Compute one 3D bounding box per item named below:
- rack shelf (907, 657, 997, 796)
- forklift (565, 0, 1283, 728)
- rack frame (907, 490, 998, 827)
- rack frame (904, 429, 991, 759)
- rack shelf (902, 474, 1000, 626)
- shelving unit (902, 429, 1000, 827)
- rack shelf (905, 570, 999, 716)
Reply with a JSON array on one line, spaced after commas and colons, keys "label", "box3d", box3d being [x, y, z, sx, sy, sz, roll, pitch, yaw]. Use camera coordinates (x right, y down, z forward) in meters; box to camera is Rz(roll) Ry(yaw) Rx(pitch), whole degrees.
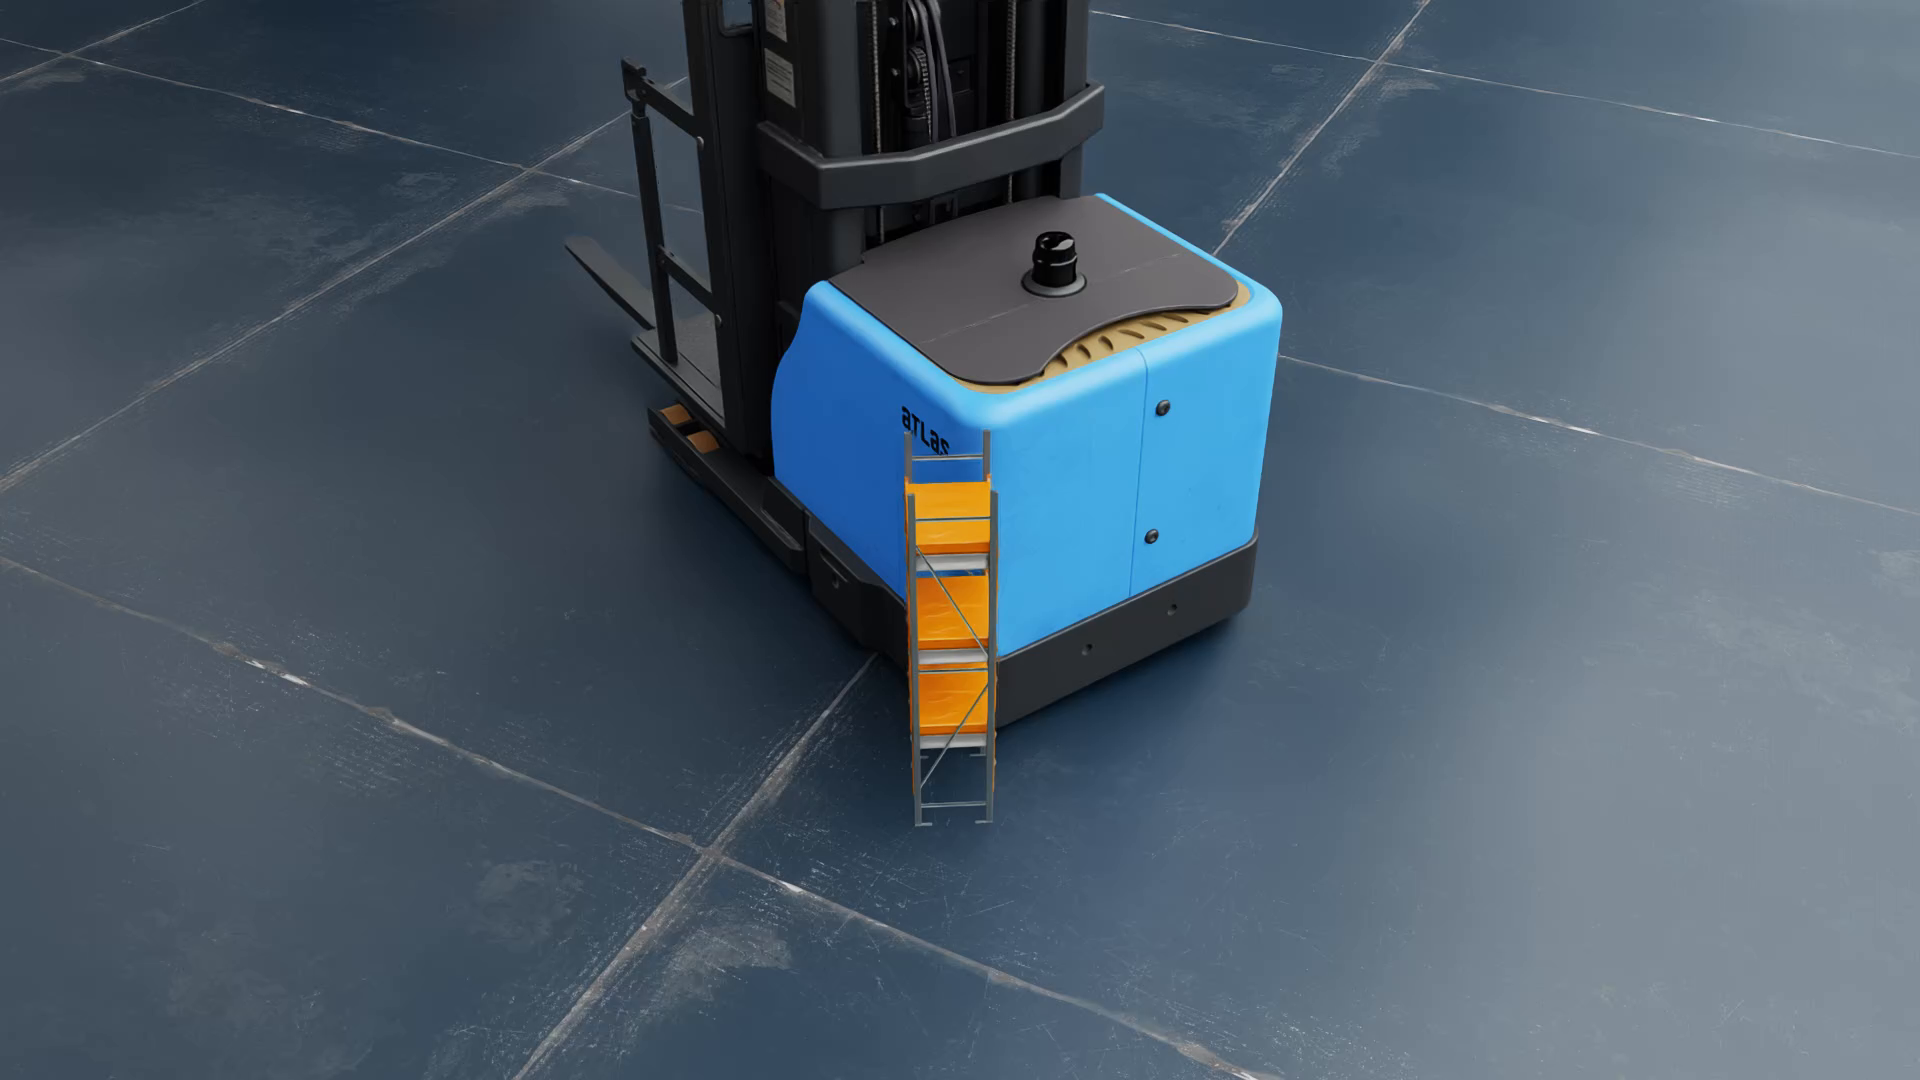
[{"label": "rack shelf", "box3d": [-0.022, 0.470, 4.239, 0.215, 0.259, 0.240, -2, 37, -3]}, {"label": "forklift", "box3d": [-0.391, -1.509, 4.814, 1.130, 2.935, 3.031, -23, 43, -27]}, {"label": "rack frame", "box3d": [-0.016, 0.314, 3.968, 0.200, 1.050, 0.008, -2, 37, -3]}, {"label": "rack frame", "box3d": [-0.029, 0.167, 4.162, 0.200, 1.050, 0.008, -2, 37, -3]}, {"label": "rack shelf", "box3d": [-0.022, 0.023, 3.900, 0.215, 0.259, 0.240, -2, 37, -3]}, {"label": "shelving unit", "box3d": [-0.022, 0.241, 4.065, 0.215, 1.050, 0.252, -2, 37, -3]}, {"label": "rack shelf", "box3d": [-0.022, 0.249, 4.071, 0.215, 0.259, 0.240, -2, 37, -3]}]
